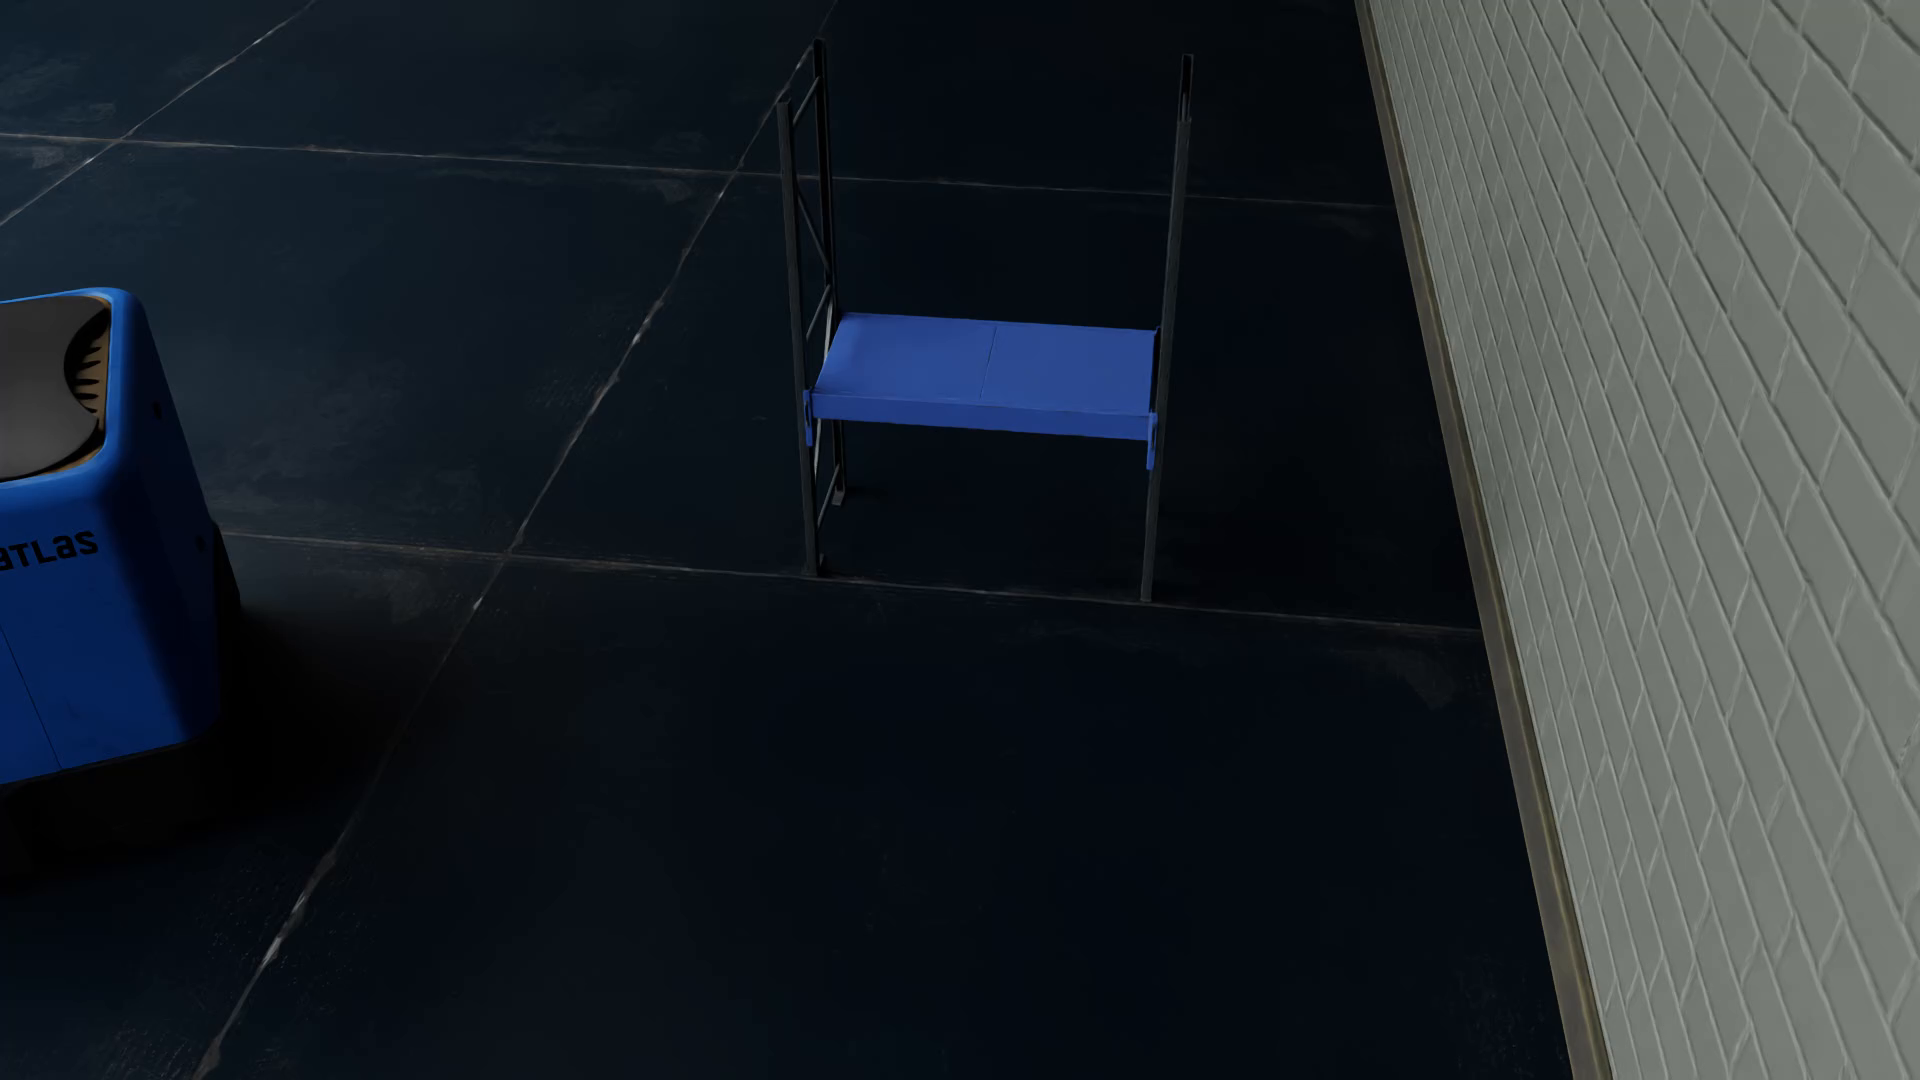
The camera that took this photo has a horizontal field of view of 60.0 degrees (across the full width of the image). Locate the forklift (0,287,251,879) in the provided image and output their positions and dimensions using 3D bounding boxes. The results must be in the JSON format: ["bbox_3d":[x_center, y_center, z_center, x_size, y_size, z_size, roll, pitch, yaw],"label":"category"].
[{"bbox_3d":[-3.383,-0.428,3.326,3.031,2.935,1.130,-13,37,-17],"label":"forklift"}]

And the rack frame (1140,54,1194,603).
[{"bbox_3d":[0.589,-0.567,4.753,0.032,1.500,0.500,4,36,6],"label":"rack frame"}]

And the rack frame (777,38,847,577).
[{"bbox_3d":[-0.420,-0.642,4.858,0.032,1.500,0.500,4,36,6],"label":"rack frame"}]

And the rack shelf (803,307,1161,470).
[{"bbox_3d":[0.085,-0.458,4.910,1.000,0.185,0.538,4,36,6],"label":"rack shelf"}]

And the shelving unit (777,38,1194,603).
[{"bbox_3d":[0.085,-0.604,4.805,1.048,1.500,0.538,4,36,6],"label":"shelving unit"}]
